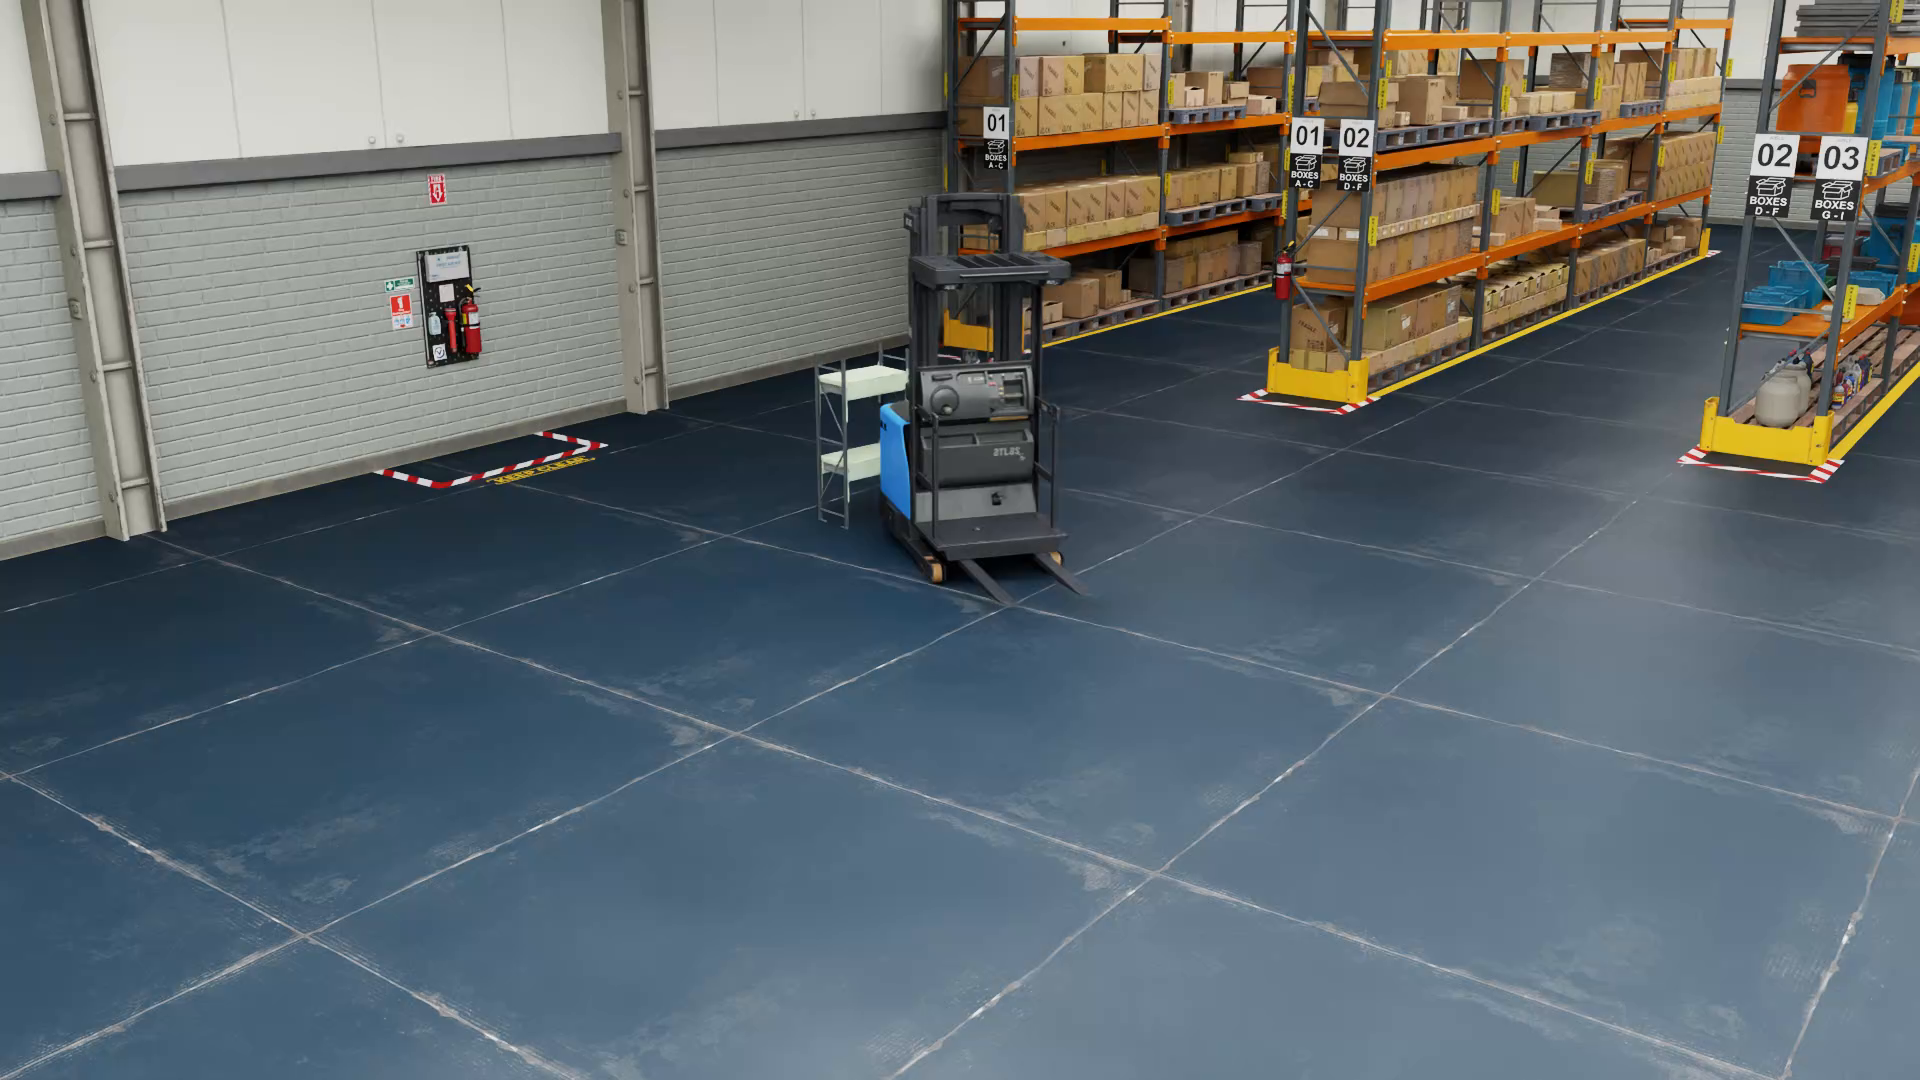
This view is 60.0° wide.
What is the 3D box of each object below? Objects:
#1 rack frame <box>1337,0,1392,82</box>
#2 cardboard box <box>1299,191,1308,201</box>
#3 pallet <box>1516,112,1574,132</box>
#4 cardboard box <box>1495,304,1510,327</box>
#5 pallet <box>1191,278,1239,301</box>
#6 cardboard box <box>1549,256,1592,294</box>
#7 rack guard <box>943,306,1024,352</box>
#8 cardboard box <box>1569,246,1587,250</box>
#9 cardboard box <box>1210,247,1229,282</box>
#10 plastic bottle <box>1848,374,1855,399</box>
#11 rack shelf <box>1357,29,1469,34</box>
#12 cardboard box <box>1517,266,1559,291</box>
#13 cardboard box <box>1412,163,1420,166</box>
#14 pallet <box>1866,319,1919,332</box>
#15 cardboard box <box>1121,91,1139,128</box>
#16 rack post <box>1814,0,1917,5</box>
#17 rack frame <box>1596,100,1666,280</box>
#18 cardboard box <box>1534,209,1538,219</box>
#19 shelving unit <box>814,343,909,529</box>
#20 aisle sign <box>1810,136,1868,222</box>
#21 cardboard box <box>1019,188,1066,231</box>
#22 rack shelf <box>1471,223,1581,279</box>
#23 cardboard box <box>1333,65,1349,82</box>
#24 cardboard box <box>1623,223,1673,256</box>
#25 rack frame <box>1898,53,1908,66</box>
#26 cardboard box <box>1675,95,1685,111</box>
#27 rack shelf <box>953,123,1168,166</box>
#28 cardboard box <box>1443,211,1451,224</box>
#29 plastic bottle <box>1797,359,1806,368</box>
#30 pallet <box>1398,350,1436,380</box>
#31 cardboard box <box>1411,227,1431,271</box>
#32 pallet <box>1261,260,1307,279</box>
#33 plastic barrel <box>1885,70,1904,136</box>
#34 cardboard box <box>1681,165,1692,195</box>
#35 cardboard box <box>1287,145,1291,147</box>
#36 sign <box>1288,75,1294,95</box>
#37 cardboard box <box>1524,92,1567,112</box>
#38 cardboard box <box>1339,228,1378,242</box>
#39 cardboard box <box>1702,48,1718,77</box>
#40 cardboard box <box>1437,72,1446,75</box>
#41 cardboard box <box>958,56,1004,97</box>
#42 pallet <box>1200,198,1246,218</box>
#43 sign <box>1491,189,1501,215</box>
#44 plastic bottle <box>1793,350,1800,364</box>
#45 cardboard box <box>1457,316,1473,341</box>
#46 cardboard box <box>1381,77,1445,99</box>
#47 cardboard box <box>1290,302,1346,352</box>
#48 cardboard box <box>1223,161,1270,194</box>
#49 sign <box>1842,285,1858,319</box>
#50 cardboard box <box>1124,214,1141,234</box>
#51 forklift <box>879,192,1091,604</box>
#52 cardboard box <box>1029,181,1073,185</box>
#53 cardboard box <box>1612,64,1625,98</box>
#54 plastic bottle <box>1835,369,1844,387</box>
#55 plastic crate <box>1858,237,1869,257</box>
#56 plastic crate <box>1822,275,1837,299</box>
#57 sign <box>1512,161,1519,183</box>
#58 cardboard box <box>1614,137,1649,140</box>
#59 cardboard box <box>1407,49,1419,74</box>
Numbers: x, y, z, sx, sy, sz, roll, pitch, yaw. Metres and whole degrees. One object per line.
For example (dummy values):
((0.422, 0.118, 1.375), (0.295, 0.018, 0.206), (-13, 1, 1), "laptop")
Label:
((7.421, -9.759, 30.496), (1.000, 3.000, 0.127), (12, 21, 35), "rack frame")
((5.803, -5.975, 28.817), (0.380, 0.149, 0.250), (13, 22, 36), "cardboard box")
((8.021, -5.965, 23.654), (1.003, 0.211, 1.213), (14, 22, 37), "pallet")
((7.379, -3.175, 23.339), (0.500, 0.250, 0.500), (13, 22, 36), "cardboard box")
((3.843, -4.134, 27.201), (1.003, 0.211, 1.213), (12, 21, 35), "pallet")
((9.519, -4.141, 25.994), (0.500, 0.500, 0.500), (14, 22, 37), "cardboard box")
((0.316, -2.860, 22.611), (1.175, 0.500, 0.348), (12, 21, 35), "rack guard")
((10.003, -4.597, 27.461), (0.500, 0.500, 0.500), (11, 21, 33), "cardboard box")
((3.977, -4.551, 27.315), (0.700, 0.500, 0.500), (12, 21, 34), "cardboard box")
((9.942, -1.723, 18.592), (0.097, 0.271, 0.097), (0, 17, 0), "plastic bottle")
((8.612, -9.701, 32.196), (1.077, 0.370, 4.000), (12, 21, 35), "rack shelf")
((8.599, -3.929, 24.820), (0.500, 0.311, 0.500), (12, 21, 34), "cardboard box")
((8.622, -7.511, 32.868), (0.980, 0.700, 0.700), (11, 20, 32), "cardboard box")
((13.430, -3.054, 23.722), (1.003, 0.211, 1.213), (12, 21, 35), "pallet")
((2.240, -6.196, 23.879), (0.500, 0.500, 0.500), (10, 20, 30), "cardboard box")
((9.356, -5.581, 17.170), (0.937, 0.300, 0.954), (12, 21, 34), "rack post")
((11.401, -6.020, 28.570), (1.000, 3.000, 0.127), (12, 21, 35), "rack frame")
((8.329, -4.845, 24.939), (0.500, 0.311, 0.500), (12, 21, 34), "cardboard box")
((-0.851, -0.931, 14.712), (0.755, 1.500, 0.431), (-16, 23, -41), "shelving unit")
((8.419, -3.458, 15.937), (0.394, 0.787, 0.004), (12, 21, 35), "aisle sign")
((1.099, -4.508, 22.659), (0.500, 0.500, 0.500), (12, 21, 35), "cardboard box")
((7.826, -4.247, 24.075), (1.077, 0.370, 4.000), (12, 21, 35), "rack shelf")
((6.528, -8.250, 29.785), (0.700, 0.500, 0.500), (12, 21, 34), "cardboard box")
((12.516, -5.486, 30.319), (0.797, 0.503, 0.637), (12, 21, 35), "cardboard box")
((12.994, -7.056, 21.791), (1.000, 3.000, 0.127), (12, 21, 35), "rack frame")
((12.191, -7.571, 28.761), (0.500, 0.250, 0.500), (12, 21, 35), "cardboard box")
((1.462, -5.601, 23.378), (1.077, 0.370, 4.000), (12, 21, 35), "rack shelf")
((6.037, -4.127, 21.213), (0.380, 0.149, 0.250), (12, 21, 34), "cardboard box")
((9.807, -1.970, 19.389), (0.097, 0.271, 0.097), (0, 17, 0), "plastic bottle")
((5.401, -2.309, 21.322), (1.003, 0.211, 1.213), (12, 21, 35), "pallet")
((5.460, -3.687, 20.891), (0.700, 0.500, 0.500), (13, 22, 36), "cardboard box")
((5.568, -4.784, 29.293), (1.003, 0.211, 1.213), (12, 21, 35), "pallet")
((10.739, -5.069, 19.607), (0.600, 0.901, 0.708), (12, 21, 35), "plastic barrel")
((12.828, -6.503, 29.959), (0.500, 0.500, 0.500), (12, 21, 34), "cardboard box")
((5.835, -6.689, 28.759), (0.500, 0.250, 0.500), (12, 21, 34), "cardboard box")
((5.472, -7.524, 27.486), (0.100, 0.325, 0.005), (12, 21, 35), "sign")
((8.495, -6.382, 24.225), (0.500, 0.250, 0.500), (13, 22, 36), "cardboard box")
((4.658, -3.574, 19.434), (0.380, 0.149, 0.250), (12, 21, 34), "cardboard box")
((13.492, -8.805, 30.627), (0.700, 0.500, 0.500), (12, 21, 35), "cardboard box")
((9.272, -9.110, 32.841), (0.500, 0.250, 0.500), (11, 21, 33), "cardboard box")
((0.318, -6.152, 22.051), (0.500, 0.500, 0.500), (14, 22, 37), "cardboard box")
((3.891, -5.371, 26.805), (1.003, 0.211, 1.213), (12, 21, 35), "pallet")
((7.081, -4.468, 21.979), (0.100, 0.325, 0.005), (12, 21, 35), "sign")
((9.796, -2.064, 19.557), (0.144, 0.351, 0.185), (13, 22, 36), "plastic bottle")
((6.534, -2.852, 22.300), (0.500, 0.250, 0.500), (12, 21, 35), "cardboard box")
((5.552, -5.493, 20.700), (0.797, 0.503, 0.637), (15, 23, 41), "cardboard box")
((4.332, -2.587, 20.181), (0.500, 0.500, 0.500), (12, 21, 35), "cardboard box")
((4.765, -6.085, 27.872), (0.700, 0.500, 0.500), (10, 20, 28), "cardboard box")
((8.666, -2.319, 16.187), (0.100, 0.325, 0.005), (12, 21, 35), "sign")
((2.312, -4.643, 24.356), (0.500, 0.250, 0.500), (13, 21, 35), "cardboard box")
((0.202, -1.186, 13.120), (1.130, 2.935, 3.031), (-5, 18, -16), "forklift")
((1.293, -4.844, 23.738), (0.500, 0.500, 0.500), (13, 21, 35), "cardboard box")
((10.249, -7.323, 26.664), (0.600, 0.600, 0.600), (11, 21, 33), "cardboard box")
((9.965, -1.804, 18.835), (0.061, 0.283, 0.133), (12, 21, 35), "plastic bottle")
((11.018, -3.548, 20.638), (0.392, 0.384, 0.575), (12, 21, 35), "plastic crate")
((9.575, -2.863, 18.763), (0.450, 0.188, 0.662), (12, 21, 35), "plastic crate")
((8.576, -5.676, 25.644), (0.100, 0.325, 0.005), (12, 21, 35), "sign")
((11.798, -6.833, 29.336), (0.500, 0.500, 0.500), (12, 21, 34), "cardboard box")
((8.372, -9.105, 31.560), (0.500, 0.500, 0.500), (12, 21, 34), "cardboard box")
